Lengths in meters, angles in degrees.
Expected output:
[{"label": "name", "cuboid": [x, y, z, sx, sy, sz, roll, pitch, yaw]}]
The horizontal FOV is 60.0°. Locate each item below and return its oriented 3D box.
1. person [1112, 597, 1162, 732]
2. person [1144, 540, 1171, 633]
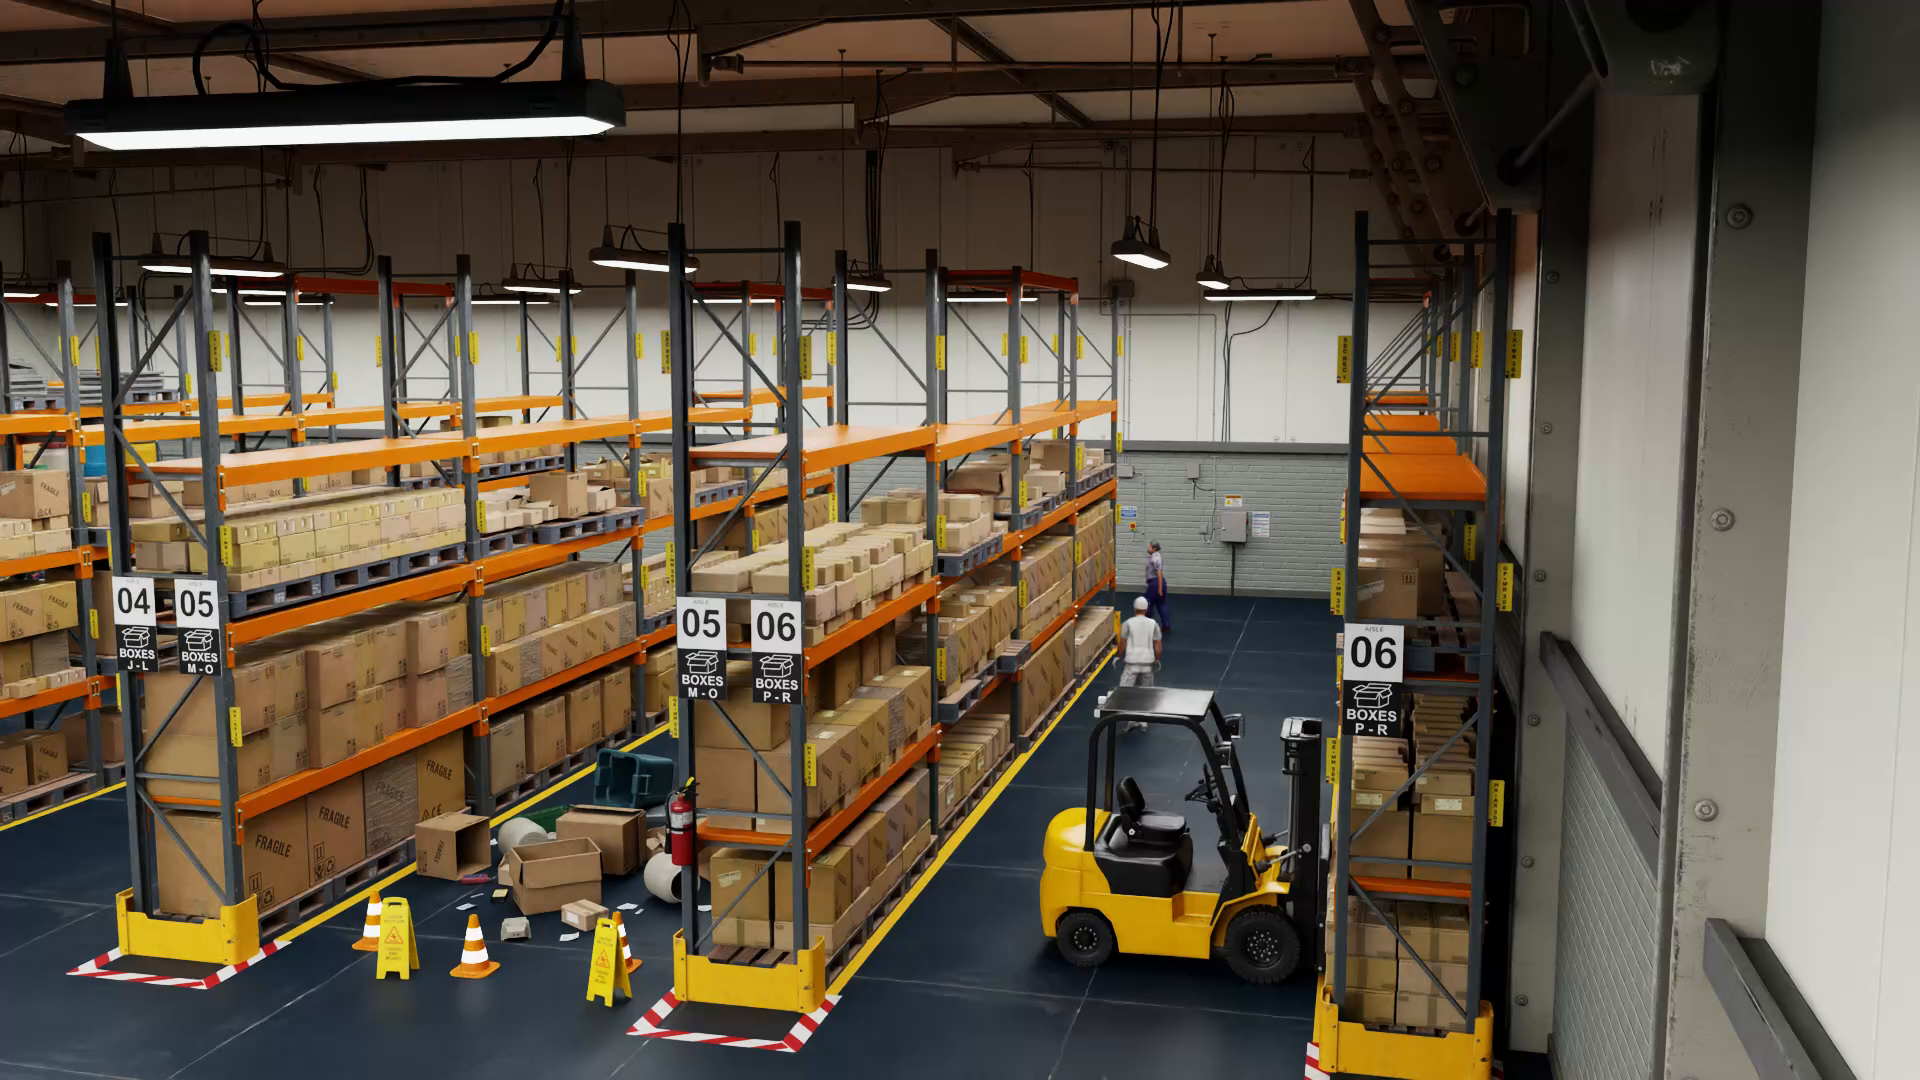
[{"label": "person", "cuboid": [2.361, 1.645, 21.832, 0.634, 1.763, 0.660, -1, 7, -10]}, {"label": "person", "cuboid": [3.372, 0.832, 28.993, 0.637, 1.643, 0.498, 2, 7, 14]}]
